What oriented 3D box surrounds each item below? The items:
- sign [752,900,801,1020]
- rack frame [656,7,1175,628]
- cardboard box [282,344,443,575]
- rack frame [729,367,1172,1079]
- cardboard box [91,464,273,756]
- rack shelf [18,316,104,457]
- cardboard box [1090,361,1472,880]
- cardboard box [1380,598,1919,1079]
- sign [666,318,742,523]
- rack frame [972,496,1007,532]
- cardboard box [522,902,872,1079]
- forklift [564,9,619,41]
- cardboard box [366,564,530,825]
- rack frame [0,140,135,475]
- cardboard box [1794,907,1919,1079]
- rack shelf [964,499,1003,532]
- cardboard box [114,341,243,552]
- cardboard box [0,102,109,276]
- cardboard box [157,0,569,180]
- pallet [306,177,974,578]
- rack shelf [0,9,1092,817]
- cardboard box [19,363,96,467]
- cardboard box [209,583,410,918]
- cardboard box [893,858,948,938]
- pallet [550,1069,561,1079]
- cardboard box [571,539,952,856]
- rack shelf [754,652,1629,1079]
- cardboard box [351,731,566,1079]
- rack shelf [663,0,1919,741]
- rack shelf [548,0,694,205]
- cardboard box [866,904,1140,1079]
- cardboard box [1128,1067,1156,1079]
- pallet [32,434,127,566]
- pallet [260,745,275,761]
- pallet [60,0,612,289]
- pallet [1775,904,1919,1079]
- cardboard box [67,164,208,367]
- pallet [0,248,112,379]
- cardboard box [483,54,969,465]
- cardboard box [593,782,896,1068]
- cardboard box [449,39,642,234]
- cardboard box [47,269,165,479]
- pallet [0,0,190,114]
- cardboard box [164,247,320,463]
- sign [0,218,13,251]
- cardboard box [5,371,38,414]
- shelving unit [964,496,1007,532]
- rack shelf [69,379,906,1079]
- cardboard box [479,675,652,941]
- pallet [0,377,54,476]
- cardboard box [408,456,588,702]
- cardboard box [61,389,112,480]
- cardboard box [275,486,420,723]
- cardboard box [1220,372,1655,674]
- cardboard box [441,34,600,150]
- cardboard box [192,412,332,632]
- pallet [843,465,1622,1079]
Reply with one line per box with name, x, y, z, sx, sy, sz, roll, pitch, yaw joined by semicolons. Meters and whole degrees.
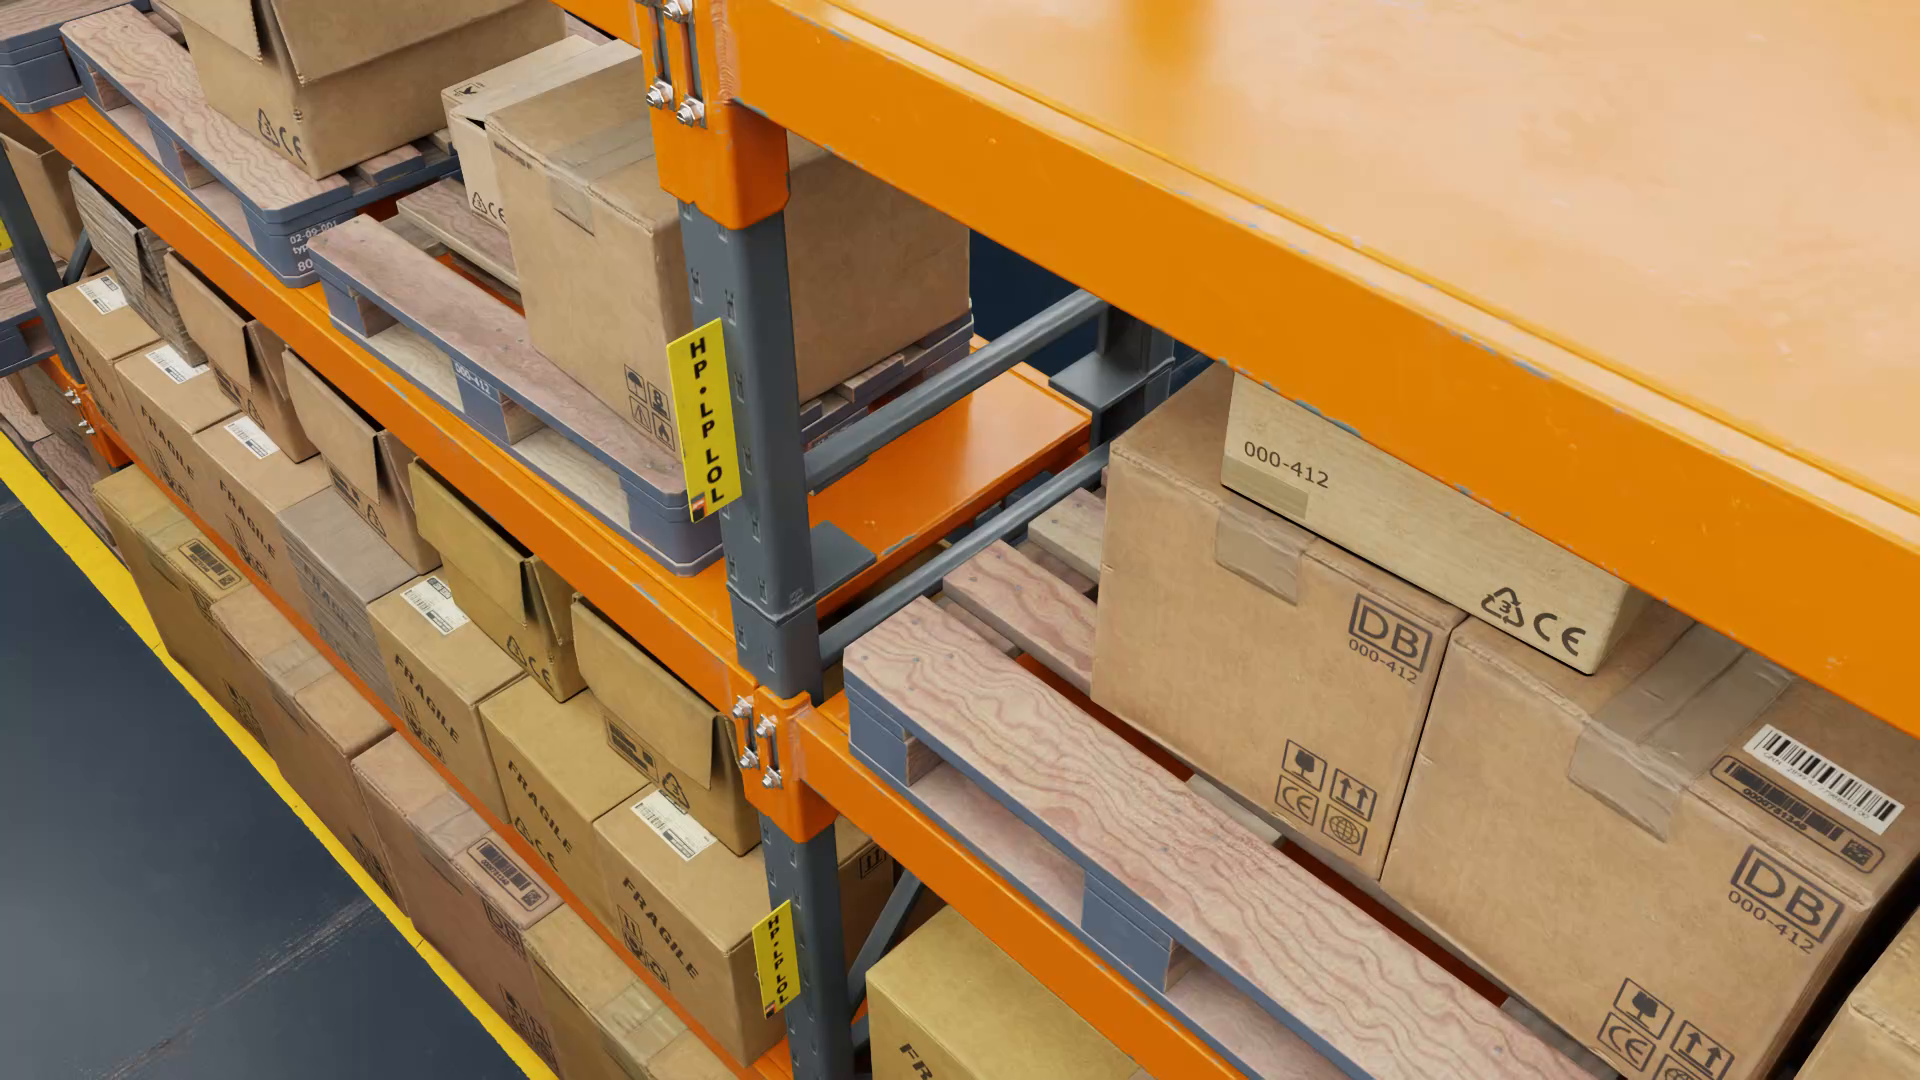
sign;-0.364;0.843;3.333;0.100;0.325;0.005;-34;53;-31
rack frame;0.014;-1.229;1.950;1.000;3.000;0.127;-34;53;-31
cardboard box;-1.370;-0.360;4.617;0.797;0.503;0.637;-32;52;-30
rack frame;0.014;0.974;3.986;1.000;3.000;0.127;-34;53;-31
cardboard box;-2.339;0.020;6.275;0.875;0.875;1.225;32;51;30
rack shelf;-4.224;-1.645;7.350;1.077;0.370;4.000;-34;53;-31
cardboard box;0.609;-0.008;2.381;0.500;0.500;0.700;31;51;29
cardboard box;0.986;0.253;2.099;0.700;0.500;0.500;-31;51;-29
sign;-0.364;-0.168;2.399;0.100;0.325;0.005;-34;53;-31
rack frame;0.124;-0.301;6.802;0.200;1.050;0.008;-34;53;-31
cardboard box;-0.452;1.302;4.887;1.225;0.875;0.875;-34;52;-31
forklift;-1.506;-2.490;7.785;1.130;2.935;3.031;-26;49;-25
cardboard box;-1.228;0.355;4.582;0.500;0.500;0.500;34;52;31
rack frame;-2.811;-0.948;6.066;1.000;3.000;0.127;-34;53;-31
cardboard box;1.254;0.572;1.754;0.700;0.500;0.500;-32;51;-30
rack shelf;0.038;-0.148;7.062;0.215;0.259;0.240;-34;53;-31
cardboard box;-2.295;-0.374;5.371;0.500;0.500;0.500;33;52;30
cardboard box;-3.221;-1.379;6.149;0.500;0.500;0.500;28;50;27
cardboard box;-1.353;-1.270;3.819;0.637;0.503;0.797;34;52;31
pallet;-0.669;-0.474;3.484;1.217;0.209;0.805;32;52;30
rack shelf;-1.399;-0.824;4.252;1.077;0.370;4.000;-34;53;-31
cardboard box;-3.699;-0.764;7.385;0.500;0.500;0.700;30;50;28
cardboard box;-1.714;0.452;5.807;1.225;0.875;0.875;-34;52;-31
cardboard box;-0.134;0.597;4.321;0.500;0.500;0.500;-34;52;-31
pallet;-0.585;1.664;5.294;1.003;0.211;1.213;-34;53;-31
cardboard box;-0.443;0.266;3.939;0.637;0.503;0.797;33;52;30
rack shelf;1.426;1.098;2.172;1.077;0.370;4.000;-34;53;-31
cardboard box;-1.084;0.873;5.351;0.875;0.875;1.225;32;52;30
rack shelf;1.426;0.143;1.290;1.077;0.370;4.000;-34;53;-31
rack shelf;-1.399;-1.779;3.370;1.077;0.370;4.000;-34;53;-31
cardboard box;0.171;0.997;3.299;0.500;0.500;0.500;-34;53;-31
cardboard box;0.513;1.238;3.039;0.500;0.500;0.500;-34;53;-31
pallet;-3.362;-0.300;7.419;1.003;0.211;1.213;-34;53;-31
pallet;-2.308;0.491;6.563;1.003;0.211;1.213;-34;53;-31
pallet;-1.527;-1.160;4.224;1.003;0.211;1.213;-32;51;-30
pallet;1.441;0.889;1.933;1.003;0.211;1.213;-34;53;-31
cardboard box;-2.306;-0.994;5.303;0.797;0.503;0.637;-32;52;-30
pallet;-3.390;-1.169;6.446;1.213;0.211;1.003;-34;53;-31
cardboard box;-0.403;-0.592;3.088;0.700;0.500;0.500;-33;52;-30
cardboard box;-0.510;0.844;4.053;0.500;0.500;0.500;-34;52;-31
cardboard box;-0.697;-0.819;3.473;0.500;0.311;0.500;32;52;30
cardboard box;-2.661;-0.621;5.638;0.500;0.500;0.500;-33;52;-30
pallet;-2.319;-1.696;4.804;1.213;0.211;1.003;-32;51;-30
cardboard box;-1.848;-0.680;4.962;0.797;0.503;0.637;-33;52;-30
sign;-3.189;-1.079;5.413;0.100;0.325;0.005;-34;53;-31
cardboard box;-4.104;-1.033;7.676;0.700;0.500;0.500;-30;50;-28
shelving unit;0.038;-0.360;6.866;0.215;1.050;0.252;-34;53;-31
rack shelf;-1.399;0.277;5.270;1.077;0.370;4.000;-34;53;-31
cardboard box;-0.855;0.602;4.314;0.500;0.500;0.500;-32;52;-30
pallet;-4.219;-0.886;8.053;1.003;0.211;1.213;-34;53;-31
cardboard box;-0.920;-0.069;4.302;0.797;0.503;0.637;-33;52;-31
cardboard box;-3.298;-0.504;7.103;0.500;0.500;0.700;31;51;29
cardboard box;-1.579;0.112;4.845;0.500;0.500;0.500;-34;52;-31
cardboard box;0.673;-0.176;2.010;0.500;0.250;0.500;31;51;29
cardboard box;-0.932;-0.977;3.762;0.250;0.149;0.380;32;52;30
cardboard box;-1.930;-0.129;5.106;0.500;0.500;0.500;33;52;31
pallet;0.584;0.303;2.567;1.003;0.211;1.213;-34;53;-31
